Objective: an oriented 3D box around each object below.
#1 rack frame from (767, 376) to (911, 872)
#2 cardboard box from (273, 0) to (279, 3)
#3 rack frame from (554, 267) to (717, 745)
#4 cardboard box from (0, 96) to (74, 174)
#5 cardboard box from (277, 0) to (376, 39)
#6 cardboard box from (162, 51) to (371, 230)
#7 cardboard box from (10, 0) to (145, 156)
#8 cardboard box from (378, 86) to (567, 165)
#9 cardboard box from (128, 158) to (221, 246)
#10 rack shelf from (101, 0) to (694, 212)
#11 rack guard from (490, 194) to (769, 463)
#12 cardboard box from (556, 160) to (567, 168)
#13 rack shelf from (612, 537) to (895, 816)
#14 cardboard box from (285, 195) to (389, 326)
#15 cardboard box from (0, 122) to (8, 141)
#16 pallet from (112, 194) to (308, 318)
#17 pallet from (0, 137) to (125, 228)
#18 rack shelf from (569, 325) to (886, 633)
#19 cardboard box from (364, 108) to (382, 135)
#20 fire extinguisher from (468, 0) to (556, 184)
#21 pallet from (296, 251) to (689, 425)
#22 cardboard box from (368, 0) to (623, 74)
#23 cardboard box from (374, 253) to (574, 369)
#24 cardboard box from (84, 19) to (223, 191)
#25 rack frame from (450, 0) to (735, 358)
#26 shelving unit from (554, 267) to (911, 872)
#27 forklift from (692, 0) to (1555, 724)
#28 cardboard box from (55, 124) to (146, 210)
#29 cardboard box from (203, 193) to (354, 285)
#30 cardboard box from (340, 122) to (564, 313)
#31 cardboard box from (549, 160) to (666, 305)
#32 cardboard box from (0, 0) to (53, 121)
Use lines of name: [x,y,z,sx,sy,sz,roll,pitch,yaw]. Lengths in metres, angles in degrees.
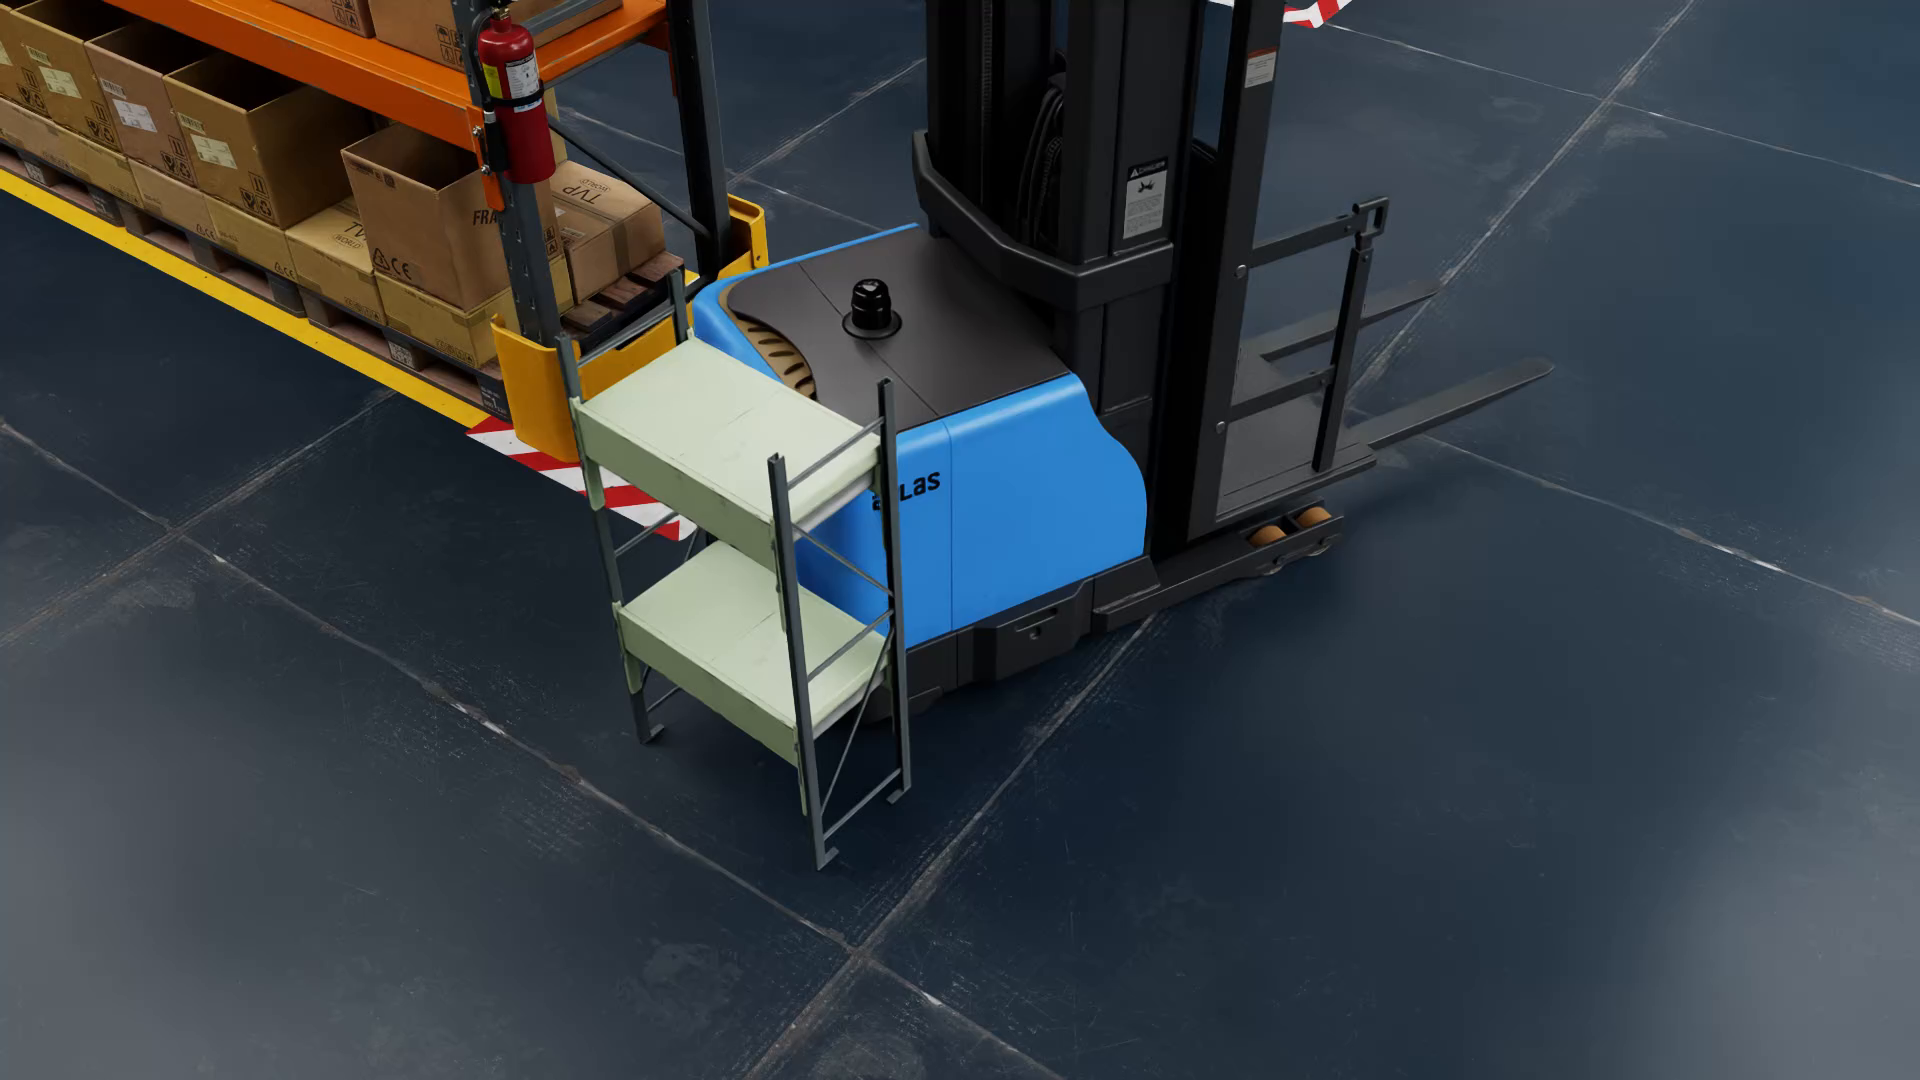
rack frame: [-0.287,0.276,4.313,0.023,1.500,0.400,29,50,29]
cardboard box: [-2.437,-2.388,6.095,0.500,0.500,0.700,25,48,26]
rack frame: [-0.847,-0.039,4.664,0.023,1.500,0.400,29,50,29]
cardboard box: [-3.889,-1.900,7.371,0.500,0.250,0.500,25,48,25]
cardboard box: [-2.034,-2.195,5.879,0.500,0.500,0.700,26,48,26]
cardboard box: [-2.663,-1.603,6.476,0.500,0.500,0.500,25,48,25]
cardboard box: [-3.482,-1.985,6.904,0.500,0.500,0.500,25,48,25]
cardboard box: [-1.948,-1.702,6.588,0.500,0.500,0.500,25,48,25]
cardboard box: [-3.070,-1.517,6.943,0.500,0.250,0.500,25,48,25]
rack shelf: [-2.863,-2.271,6.578,4.000,0.370,1.077,25,48,25]
rack guard: [-1.206,-0.833,6.306,0.348,0.500,1.175,25,48,25]
cardboard box: [-1.949,-1.422,6.836,0.500,0.250,0.500,25,48,25]
rack shelf: [-0.565,0.359,4.708,0.720,0.370,0.431,29,50,29]
cardboard box: [-2.251,-1.134,6.515,0.500,0.250,0.500,25,48,25]
cardboard box: [-4.295,-2.094,7.588,0.500,0.250,0.500,25,48,25]
pallet: [-2.871,-1.472,7.237,1.213,0.211,1.003,25,48,25]
pallet: [-3.874,-1.939,7.758,1.213,0.211,1.003,25,48,25]
rack shelf: [-0.570,-0.170,4.226,0.720,0.370,0.431,29,50,29]
cardboard box: [-2.365,-1.887,6.794,0.500,0.500,0.500,25,48,25]
fire extinguisher: [-1.396,-1.446,5.175,0.183,0.674,0.296,25,48,25]
pallet: [-1.876,-1.005,6.714,1.213,0.211,1.003,25,48,25]
cardboard box: [-1.601,-1.997,5.657,0.500,0.500,0.700,25,48,25]
cardboard box: [-1.835,-0.950,6.309,0.500,0.250,0.500,25,48,25]
cardboard box: [-3.072,-1.795,6.691,0.500,0.500,0.500,25,48,25]
rack frame: [-1.226,-1.774,5.483,0.127,3.000,1.000,25,48,25]
shelving unit: [-0.567,0.118,4.489,0.755,1.500,0.431,29,50,29]
forklift: [0.717,-1.261,4.961,3.031,2.935,1.130,-21,46,-22]
cardboard box: [-3.483,-1.705,7.154,0.500,0.250,0.500,25,48,25]
cardboard box: [-2.661,-1.325,6.728,0.500,0.250,0.500,25,48,25]
cardboard box: [-1.836,-1.228,6.057,0.500,0.500,0.500,25,48,25]
cardboard box: [-1.537,-1.232,6.625,0.500,0.250,0.500,25,48,25]
cardboard box: [-3.887,-2.181,7.123,0.500,0.500,0.500,25,48,25]
